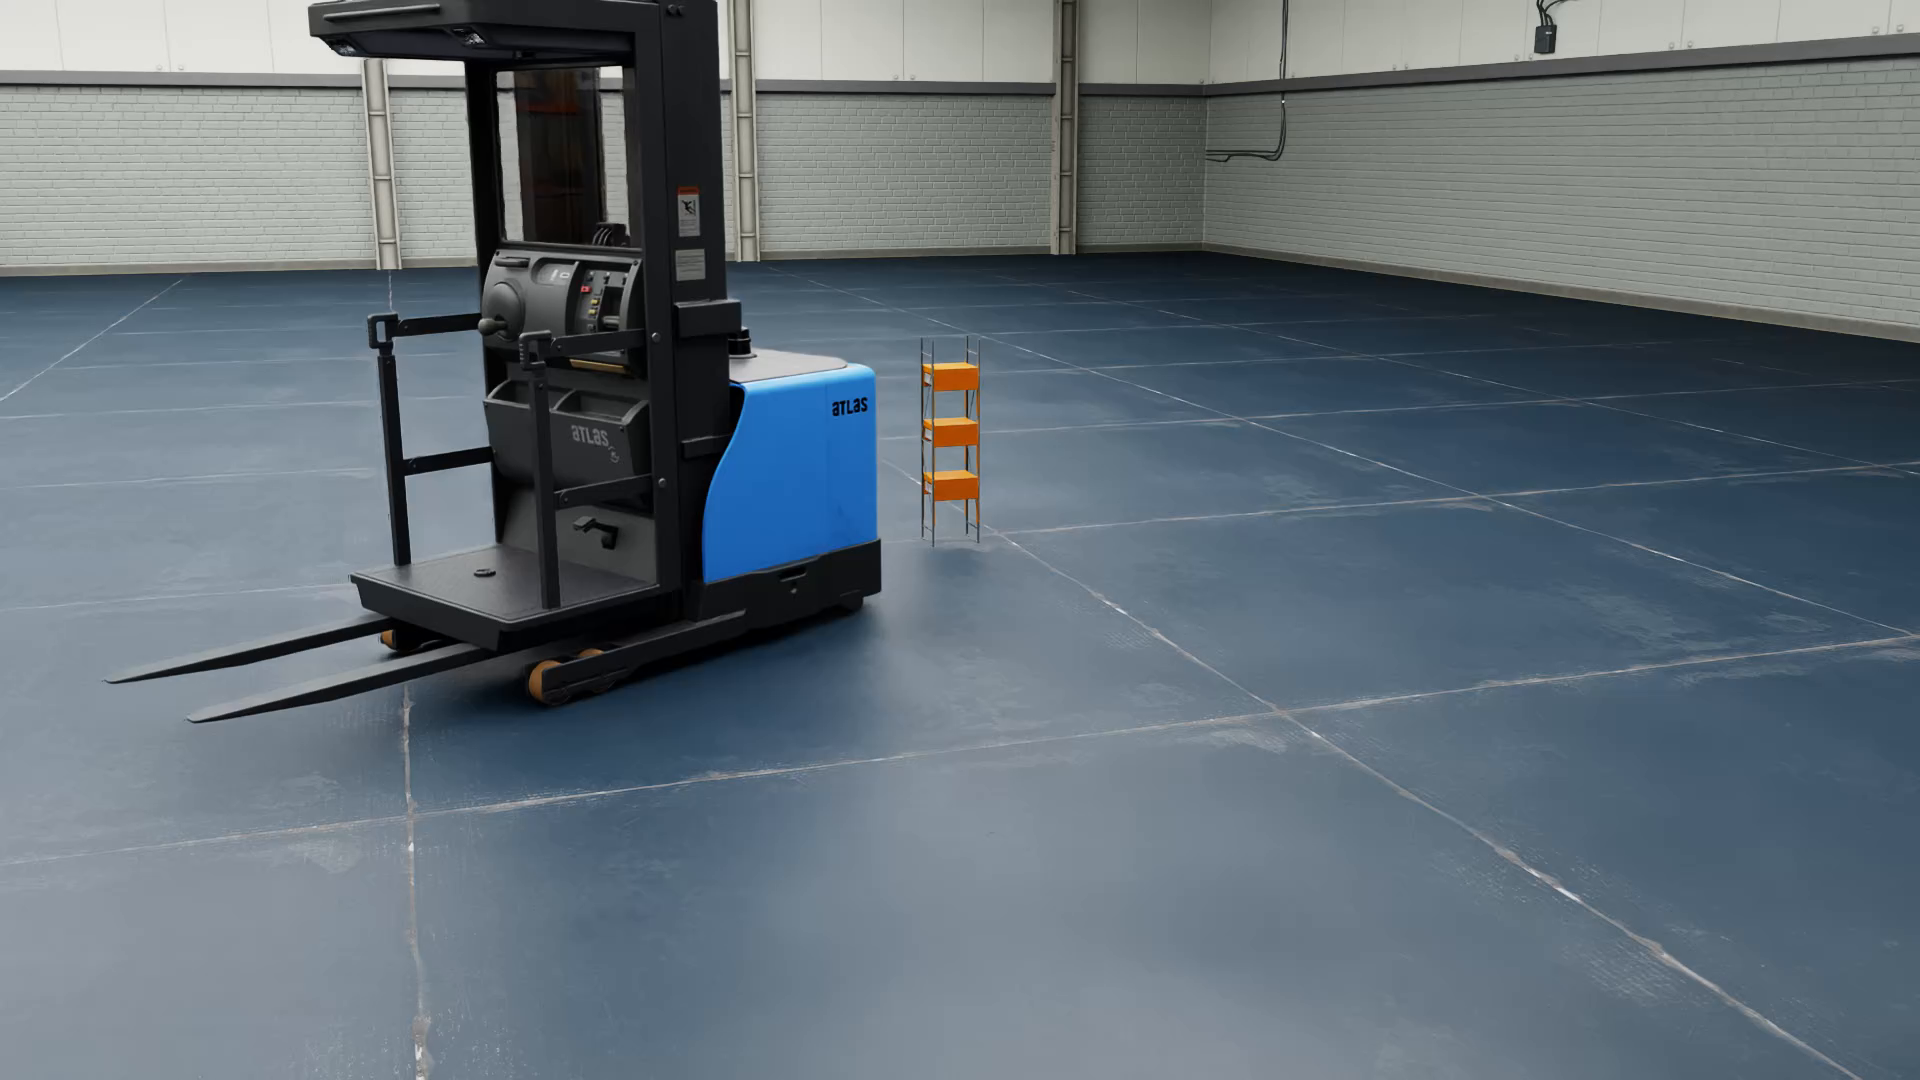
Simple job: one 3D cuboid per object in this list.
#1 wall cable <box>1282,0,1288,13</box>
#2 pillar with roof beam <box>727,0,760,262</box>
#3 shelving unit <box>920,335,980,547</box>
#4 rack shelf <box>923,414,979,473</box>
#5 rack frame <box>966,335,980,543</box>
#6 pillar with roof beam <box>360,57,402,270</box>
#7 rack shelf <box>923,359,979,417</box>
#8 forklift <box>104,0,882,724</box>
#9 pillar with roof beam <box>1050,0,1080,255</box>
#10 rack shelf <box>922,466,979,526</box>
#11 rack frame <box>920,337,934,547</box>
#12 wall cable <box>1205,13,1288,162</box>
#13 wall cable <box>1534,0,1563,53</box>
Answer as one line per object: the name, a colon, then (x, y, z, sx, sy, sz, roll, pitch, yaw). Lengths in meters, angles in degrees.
wall cable: (6.010, -10.033, 27.172, 0.112, 2.526, 3.097, -4, 14, -18)
pillar with roof beam: (-2.381, -8.365, 24.365, 0.400, 9.000, 9.100, -4, 14, -18)
shelving unit: (-0.051, -0.507, 8.505, 0.252, 1.050, 0.215, -4, 14, -18)
rack shelf: (-0.051, -0.497, 8.507, 0.240, 0.259, 0.215, -4, 14, -18)
rack frame: (0.065, -0.516, 8.543, 0.008, 1.050, 0.200, -4, 14, -18)
pillar with roof beam: (-8.067, -7.922, 22.503, 0.400, 9.000, 9.100, -4, 14, -18)
rack shelf: (-0.051, -0.773, 8.441, 0.240, 0.259, 0.215, -4, 14, -18)
forklift: (-1.689, -0.949, 6.300, 1.130, 2.935, 3.031, 11, 17, 39)
pillar with roof beam: (3.306, -8.808, 26.227, 0.400, 9.000, 9.100, -4, 14, -18)
rack shelf: (-0.051, -0.226, 8.571, 0.240, 0.259, 0.215, -4, 14, -18)
rack frame: (-0.166, -0.498, 8.467, 0.008, 1.050, 0.200, -4, 14, -18)
wall cable: (5.147, -8.169, 30.250, 0.112, 2.526, 3.097, -4, 14, -18)
wall cable: (8.160, -9.251, 20.739, 0.169, 6.003, 2.305, -4, 14, -18)
